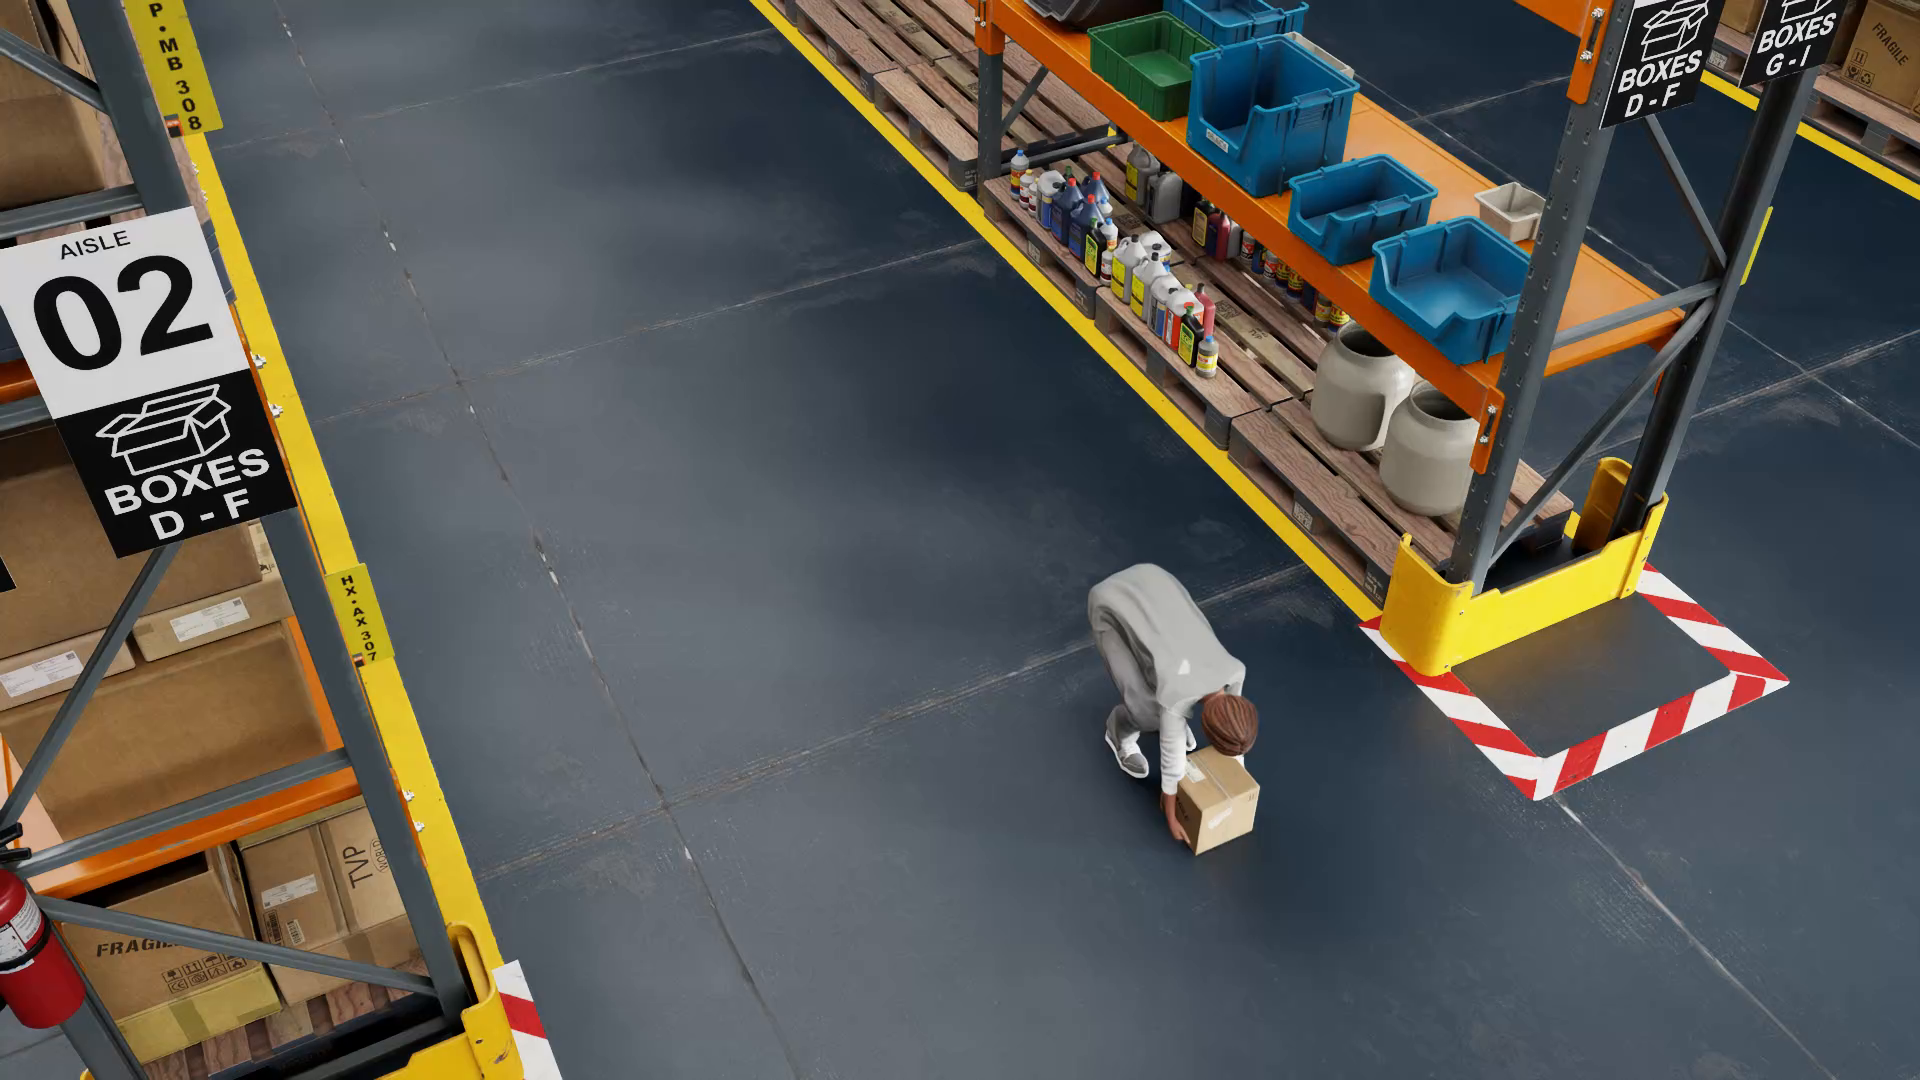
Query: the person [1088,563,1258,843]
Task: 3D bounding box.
[{"bbox_3d":[0.791,0.570,6.128,0.428,0.816,0.862,-21,46,-22],"label":"person"}]
